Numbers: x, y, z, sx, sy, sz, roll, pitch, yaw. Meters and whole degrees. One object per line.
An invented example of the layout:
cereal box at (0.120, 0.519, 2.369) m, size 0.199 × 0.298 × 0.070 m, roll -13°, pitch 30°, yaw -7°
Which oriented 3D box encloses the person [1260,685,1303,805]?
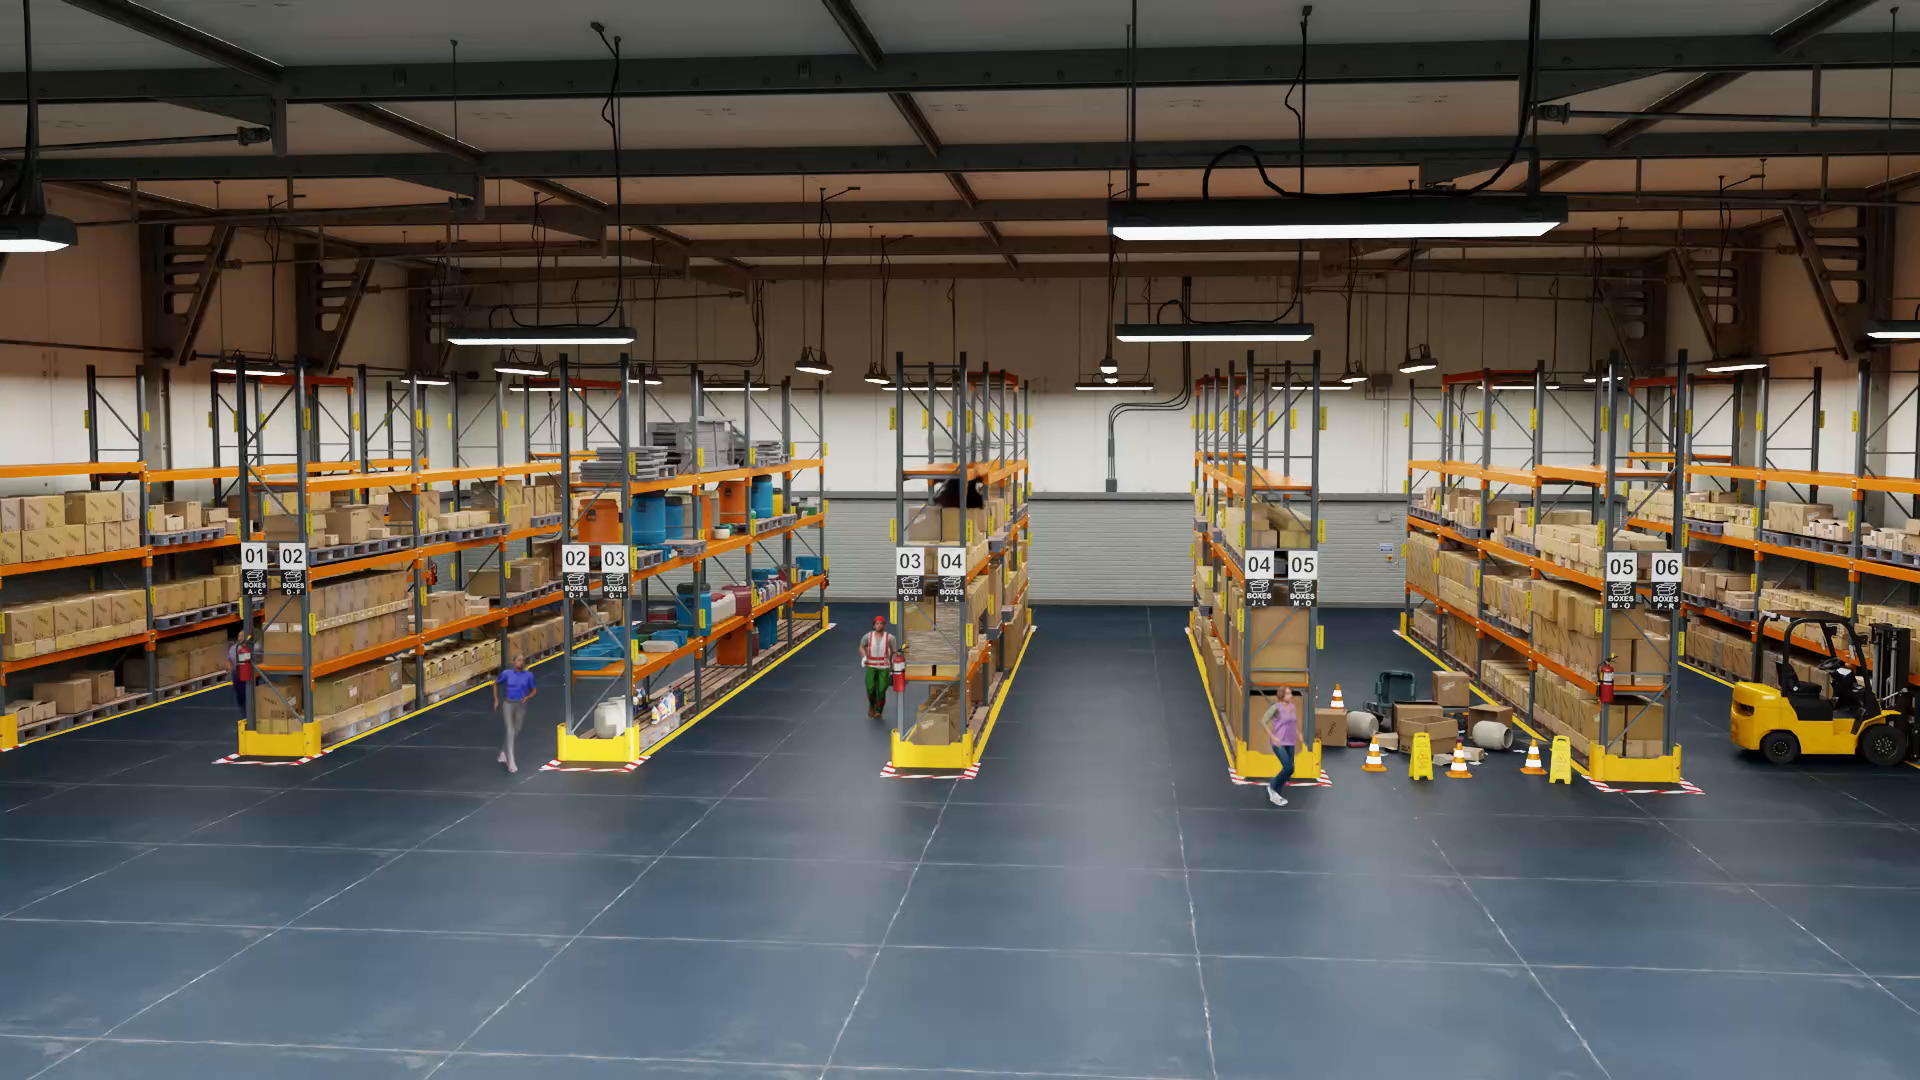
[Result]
person at (4.220, 2.677, 21.636) m, size 0.518 × 1.569 × 0.518 m, roll -3°, pitch 5°, yaw -36°

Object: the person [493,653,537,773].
person at (-6.426, 2.466, 24.094) m, size 0.605 × 1.649 × 0.868 m, roll -2°, pitch 5°, yaw -28°

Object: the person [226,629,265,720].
person at (-11.560, 2.270, 26.917) m, size 0.606 × 1.662 × 0.923 m, roll 0°, pitch 4°, yaw -3°

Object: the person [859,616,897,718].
person at (-1.373, 2.136, 27.810) m, size 0.633 × 1.740 × 0.619 m, roll 0°, pitch 4°, yaw -2°
